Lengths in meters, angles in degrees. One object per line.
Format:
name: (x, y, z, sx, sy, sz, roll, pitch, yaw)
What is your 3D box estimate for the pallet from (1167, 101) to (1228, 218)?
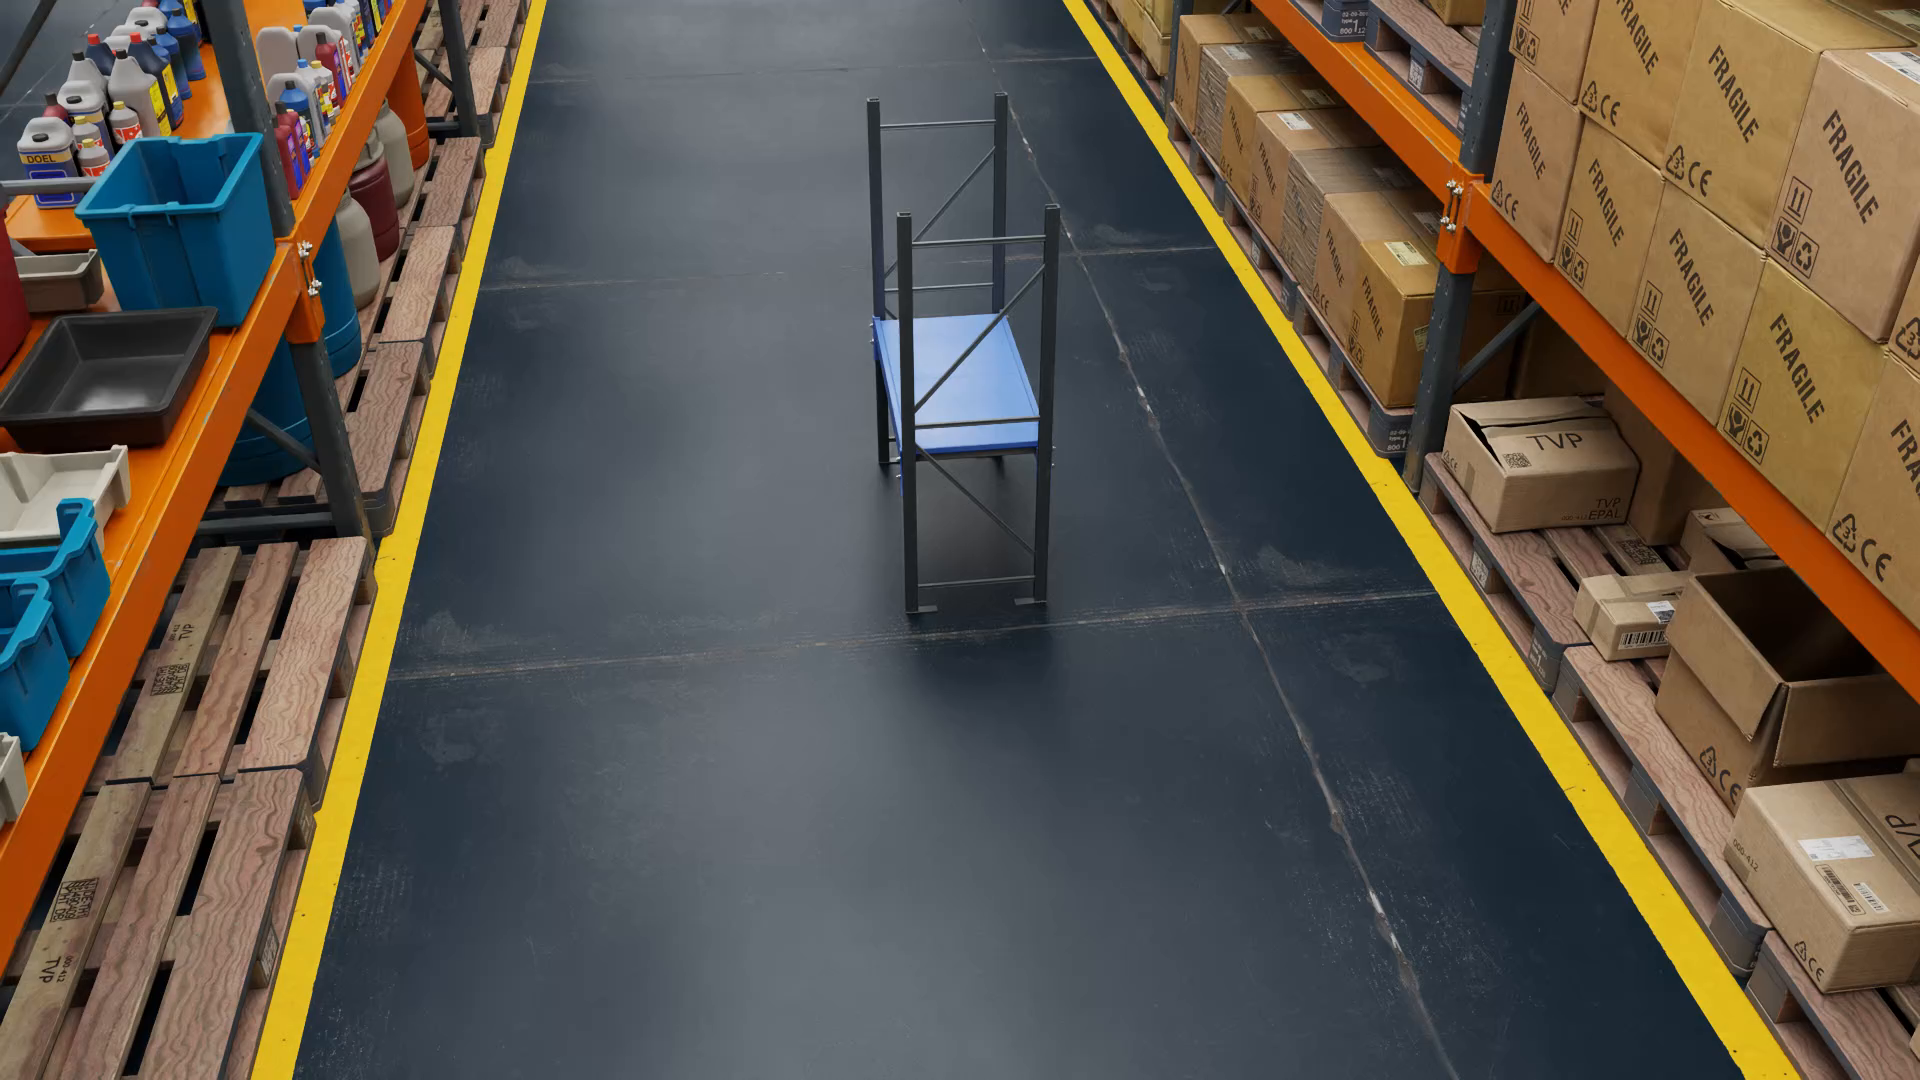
pallet: (1.782, -2.146, 9.212, 1.003, 0.211, 1.213, -4, 35, -6)

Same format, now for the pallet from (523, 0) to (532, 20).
pallet: (-3.584, -3.990, 11.917, 1.003, 0.211, 1.213, -4, 35, -6)

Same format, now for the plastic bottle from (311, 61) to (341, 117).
plastic bottle: (-2.400, -1.698, 6.254, 0.097, 0.201, 0.097, 0, 34, 0)

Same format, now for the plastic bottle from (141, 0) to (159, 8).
plastic bottle: (-3.268, -2.076, 6.736, 0.061, 0.283, 0.133, -4, 35, -6)

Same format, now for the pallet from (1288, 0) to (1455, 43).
pallet: (1.985, -2.554, 7.505, 1.003, 0.211, 1.213, -4, 35, -6)

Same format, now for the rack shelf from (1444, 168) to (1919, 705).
rack shelf: (2.526, -0.073, 4.332, 1.077, 0.370, 4.000, -4, 35, -6)

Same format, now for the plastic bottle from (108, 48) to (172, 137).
plastic bottle: (-2.957, -1.592, 5.966, 0.144, 0.351, 0.185, -4, 35, -6)

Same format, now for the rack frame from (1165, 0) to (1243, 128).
rack frame: (1.719, -3.718, 9.043, 1.000, 3.000, 0.127, -4, 35, -6)

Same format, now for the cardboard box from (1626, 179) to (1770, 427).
cardboard box: (2.193, -0.658, 4.463, 0.500, 0.500, 0.500, -5, 35, -7)

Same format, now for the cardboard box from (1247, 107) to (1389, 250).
cardboard box: (1.711, -1.729, 7.952, 0.500, 0.500, 0.500, -5, 35, -8)

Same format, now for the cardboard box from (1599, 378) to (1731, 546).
cardboard box: (2.615, -0.339, 5.912, 0.500, 0.500, 0.500, -4, 35, -6)

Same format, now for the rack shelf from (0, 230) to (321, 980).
rack shelf: (-2.383, 0.300, 3.785, 1.077, 0.370, 4.000, -4, 35, -6)

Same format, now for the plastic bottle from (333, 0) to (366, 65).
plastic bottle: (-2.481, -2.060, 6.723, 0.097, 0.271, 0.097, 0, 34, 0)

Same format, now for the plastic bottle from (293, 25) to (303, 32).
plastic bottle: (-2.613, -1.944, 6.616, 0.097, 0.201, 0.097, 0, 34, 0)

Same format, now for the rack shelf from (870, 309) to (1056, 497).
rack shelf: (-0.011, -0.519, 5.999, 0.538, 0.185, 1.000, -4, 35, -6)

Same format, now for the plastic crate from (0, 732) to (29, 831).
plastic crate: (-1.873, 0.477, 3.068, 0.250, 0.136, 0.298, -4, 35, -6)

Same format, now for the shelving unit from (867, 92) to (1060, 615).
shelving unit: (-0.011, -0.667, 5.897, 0.538, 1.500, 1.048, -4, 35, -6)

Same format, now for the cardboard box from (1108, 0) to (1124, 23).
cardboard box: (1.269, -3.599, 10.936, 0.500, 0.250, 0.500, -4, 34, -5)

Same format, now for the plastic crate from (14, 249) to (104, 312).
plastic crate: (-2.731, -0.758, 4.880, 0.396, 0.136, 0.243, -4, 35, -6)

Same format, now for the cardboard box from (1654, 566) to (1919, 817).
cardboard box: (2.515, 0.412, 4.809, 0.797, 0.503, 0.637, -4, 35, -6)

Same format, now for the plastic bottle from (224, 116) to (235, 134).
plastic bottle: (-2.383, -1.336, 5.591, 0.144, 0.351, 0.185, -4, 35, -6)

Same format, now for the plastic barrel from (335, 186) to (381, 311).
plastic barrel: (-2.791, -1.280, 7.302, 0.421, 0.512, 0.421, 0, 34, 0)

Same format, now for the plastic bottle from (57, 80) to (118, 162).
plastic bottle: (-3.074, -1.461, 5.841, 0.152, 0.276, 0.135, -4, 35, -6)

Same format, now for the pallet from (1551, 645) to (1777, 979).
pallet: (2.516, 0.732, 4.989, 1.003, 0.211, 1.213, -4, 35, -6)

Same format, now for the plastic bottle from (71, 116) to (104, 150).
plastic bottle: (-3.025, -1.368, 5.770, 0.097, 0.201, 0.097, 0, 34, 0)

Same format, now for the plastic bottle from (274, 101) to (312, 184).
plastic bottle: (-2.296, -1.376, 5.710, 0.061, 0.283, 0.133, -4, 35, -6)

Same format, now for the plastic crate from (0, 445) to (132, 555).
plastic crate: (-2.120, -0.080, 3.885, 0.293, 0.136, 0.466, -4, 35, -6)

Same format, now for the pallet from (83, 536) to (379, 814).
pallet: (-2.514, 0.447, 5.407, 1.003, 0.211, 1.213, -4, 35, -6)

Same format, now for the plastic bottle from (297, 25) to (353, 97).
plastic bottle: (-2.461, -1.866, 6.434, 0.152, 0.276, 0.135, -4, 35, -6)

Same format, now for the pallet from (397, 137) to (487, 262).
pallet: (-3.042, -1.756, 8.640, 1.003, 0.211, 1.213, -4, 35, -6)

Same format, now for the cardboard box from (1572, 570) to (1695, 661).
cardboard box: (2.225, 0.235, 5.366, 0.380, 0.166, 0.250, -4, 35, -6)

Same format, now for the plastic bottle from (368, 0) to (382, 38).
plastic bottle: (-2.516, -2.288, 7.048, 0.061, 0.283, 0.133, -4, 35, -6)

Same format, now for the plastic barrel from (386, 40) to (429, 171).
plastic barrel: (-3.107, -2.350, 8.589, 0.600, 0.830, 0.708, -4, 35, -6)

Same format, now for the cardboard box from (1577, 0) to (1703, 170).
cardboard box: (2.112, -1.369, 4.618, 0.500, 0.500, 0.500, -5, 35, -8)

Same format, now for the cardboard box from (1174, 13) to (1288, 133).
cardboard box: (1.497, -2.592, 9.218, 0.500, 0.500, 0.500, -3, 34, -4)

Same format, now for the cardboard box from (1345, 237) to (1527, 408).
cardboard box: (1.907, -0.889, 6.719, 0.500, 0.500, 0.500, -5, 35, -7)

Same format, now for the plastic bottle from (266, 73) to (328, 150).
plastic bottle: (-2.386, -1.553, 5.976, 0.152, 0.276, 0.135, -4, 35, -6)

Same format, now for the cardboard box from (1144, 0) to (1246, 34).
cardboard box: (1.405, -3.261, 9.942, 0.500, 0.311, 0.500, -3, 34, -5)

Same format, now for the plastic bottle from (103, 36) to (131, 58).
plastic bottle: (-3.142, -1.743, 6.254, 0.152, 0.276, 0.135, -4, 35, -6)

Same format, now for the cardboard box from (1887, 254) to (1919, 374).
cardboard box: (2.320, -0.507, 3.354, 0.500, 0.500, 0.500, -3, 34, -5)

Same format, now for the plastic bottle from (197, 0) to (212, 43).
plastic bottle: (-3.115, -2.282, 6.979, 0.144, 0.351, 0.185, -4, 35, -6)

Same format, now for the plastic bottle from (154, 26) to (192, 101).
plastic bottle: (-3.039, -1.836, 6.394, 0.097, 0.271, 0.097, 0, 34, 0)
